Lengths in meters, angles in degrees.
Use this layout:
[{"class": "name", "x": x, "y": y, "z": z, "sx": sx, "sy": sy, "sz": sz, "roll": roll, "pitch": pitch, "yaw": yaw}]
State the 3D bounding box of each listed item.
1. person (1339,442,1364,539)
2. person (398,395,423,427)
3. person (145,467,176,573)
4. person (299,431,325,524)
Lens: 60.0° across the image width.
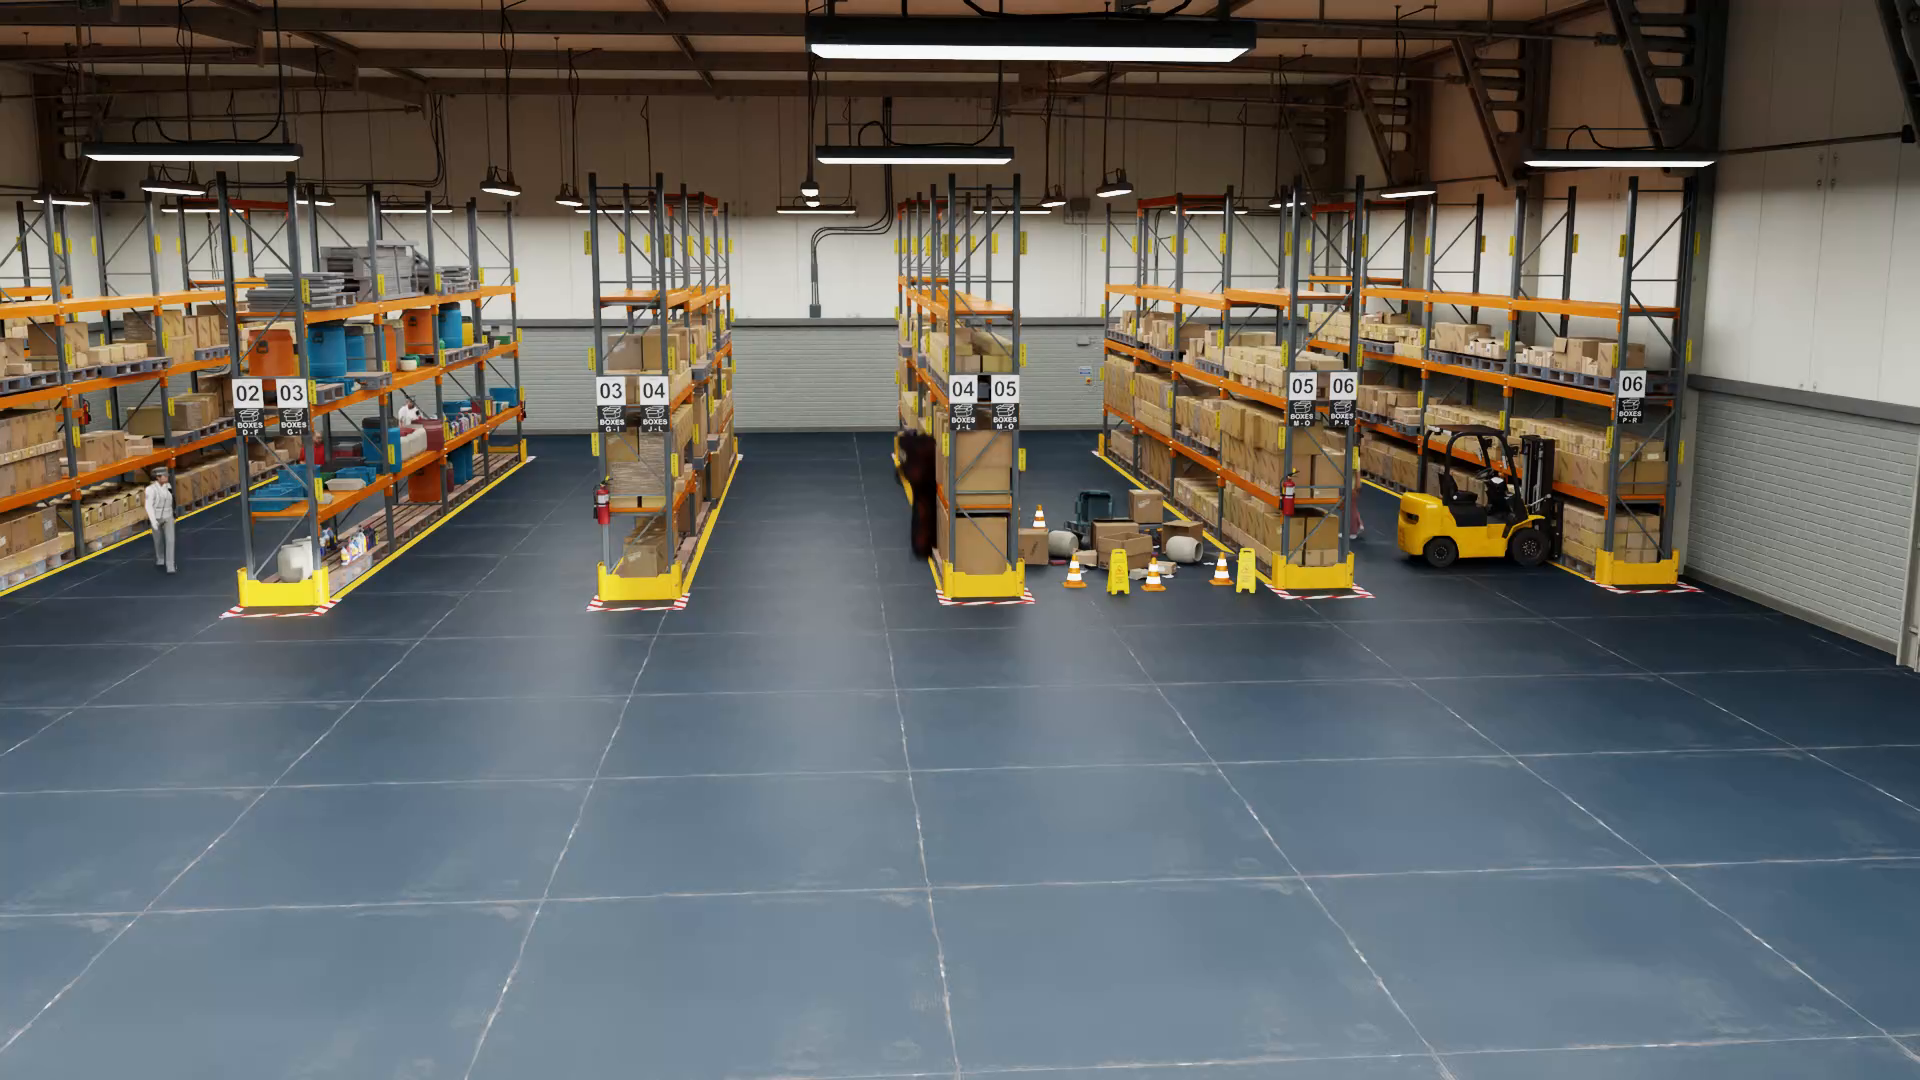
[{"class": "person", "x": 6.827, "y": -0.875, "z": 28.825, "sx": 0.393, "sy": 1.675, "sz": 0.497, "roll": 5, "pitch": 11, "yaw": 27}, {"class": "person", "x": -12.287, "y": -2.381, "z": 37.172, "sx": 0.516, "sy": 1.711, "sz": 0.960, "roll": 0, "pitch": 10, "yaw": 0}, {"class": "person", "x": -12.422, "y": -0.332, "z": 25.874, "sx": 0.426, "sy": 1.616, "sz": 0.981, "roll": -4, "pitch": 11, "yaw": -23}, {"class": "person", "x": -11.773, "y": -1.152, "z": 30.379, "sx": 0.476, "sy": 1.684, "sz": 1.032, "roll": 0, "pitch": 10, "yaw": 0}]
